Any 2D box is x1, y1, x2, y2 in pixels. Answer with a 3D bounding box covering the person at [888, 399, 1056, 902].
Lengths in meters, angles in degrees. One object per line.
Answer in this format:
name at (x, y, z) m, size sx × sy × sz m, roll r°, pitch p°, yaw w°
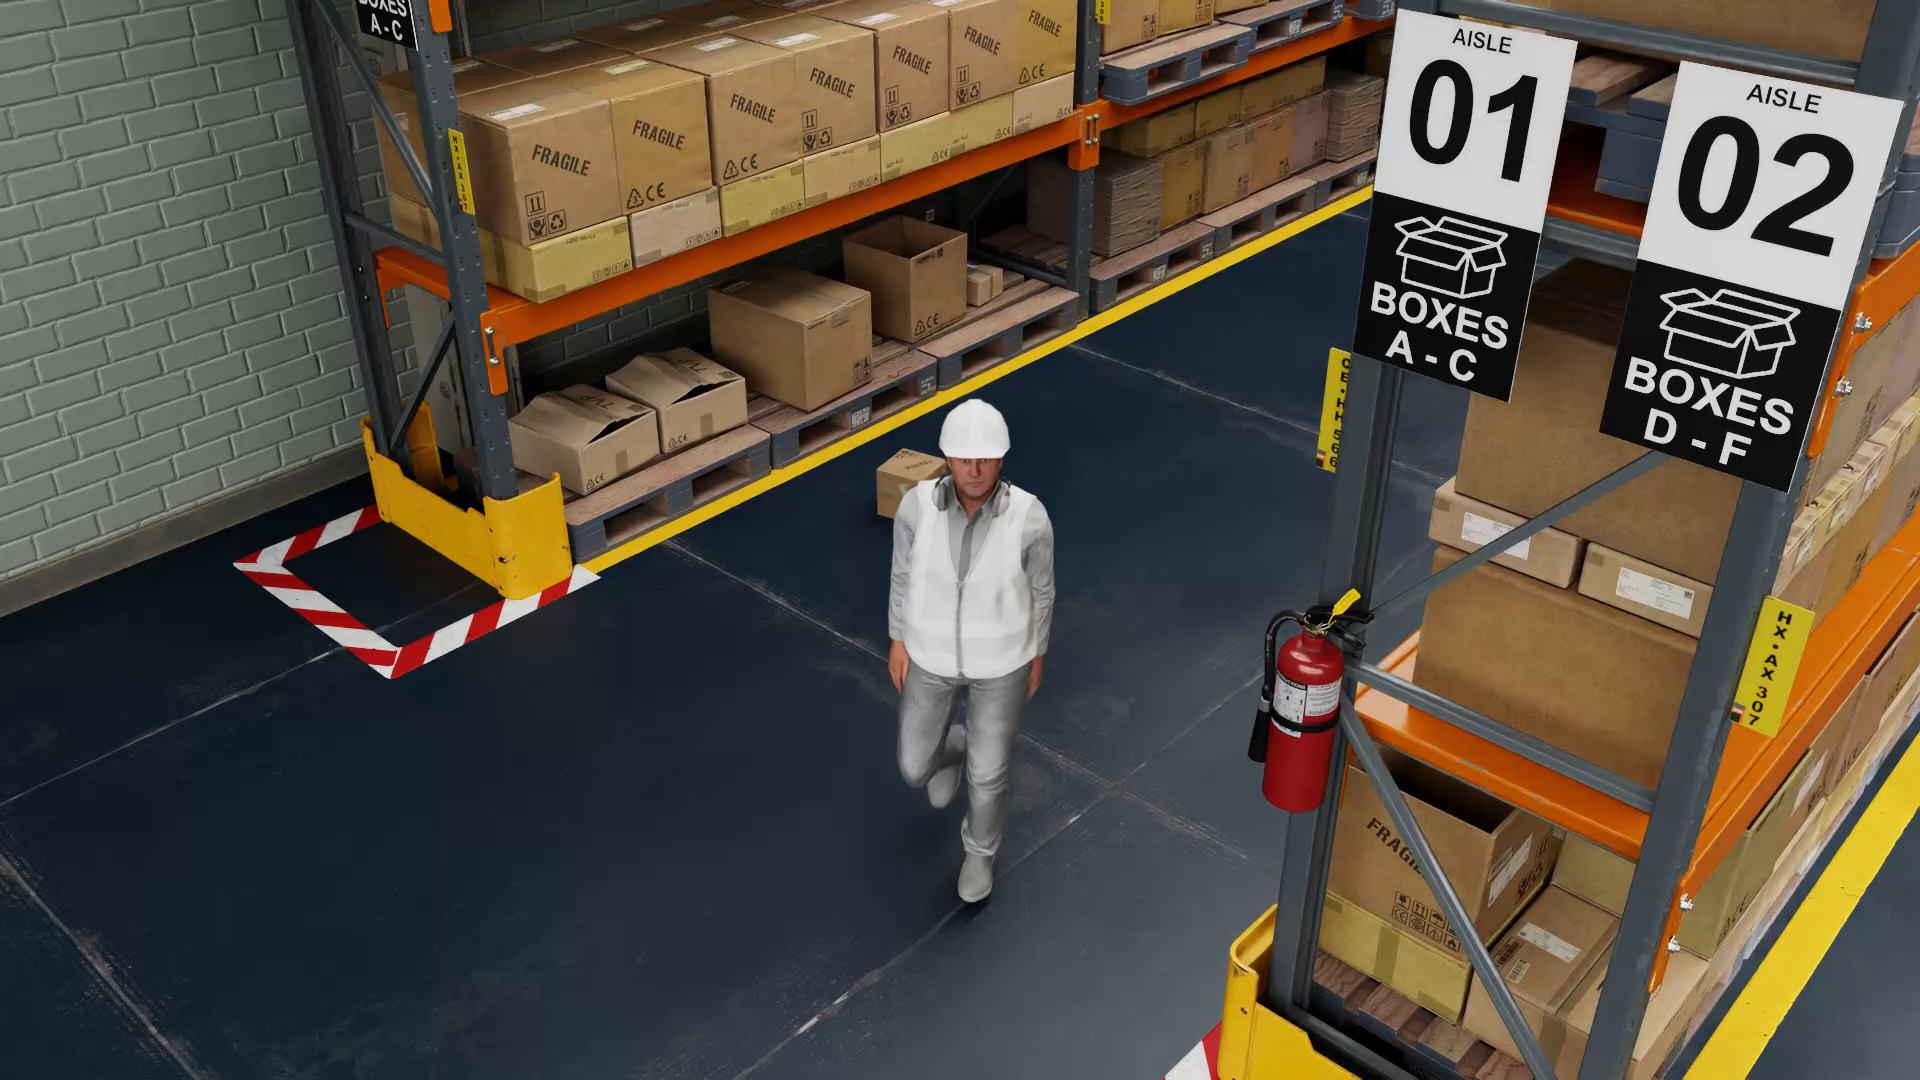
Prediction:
person at (0.035, 0.346, 5.485) m, size 0.545 × 1.758 × 0.597 m, roll 5°, pitch 32°, yaw 9°
